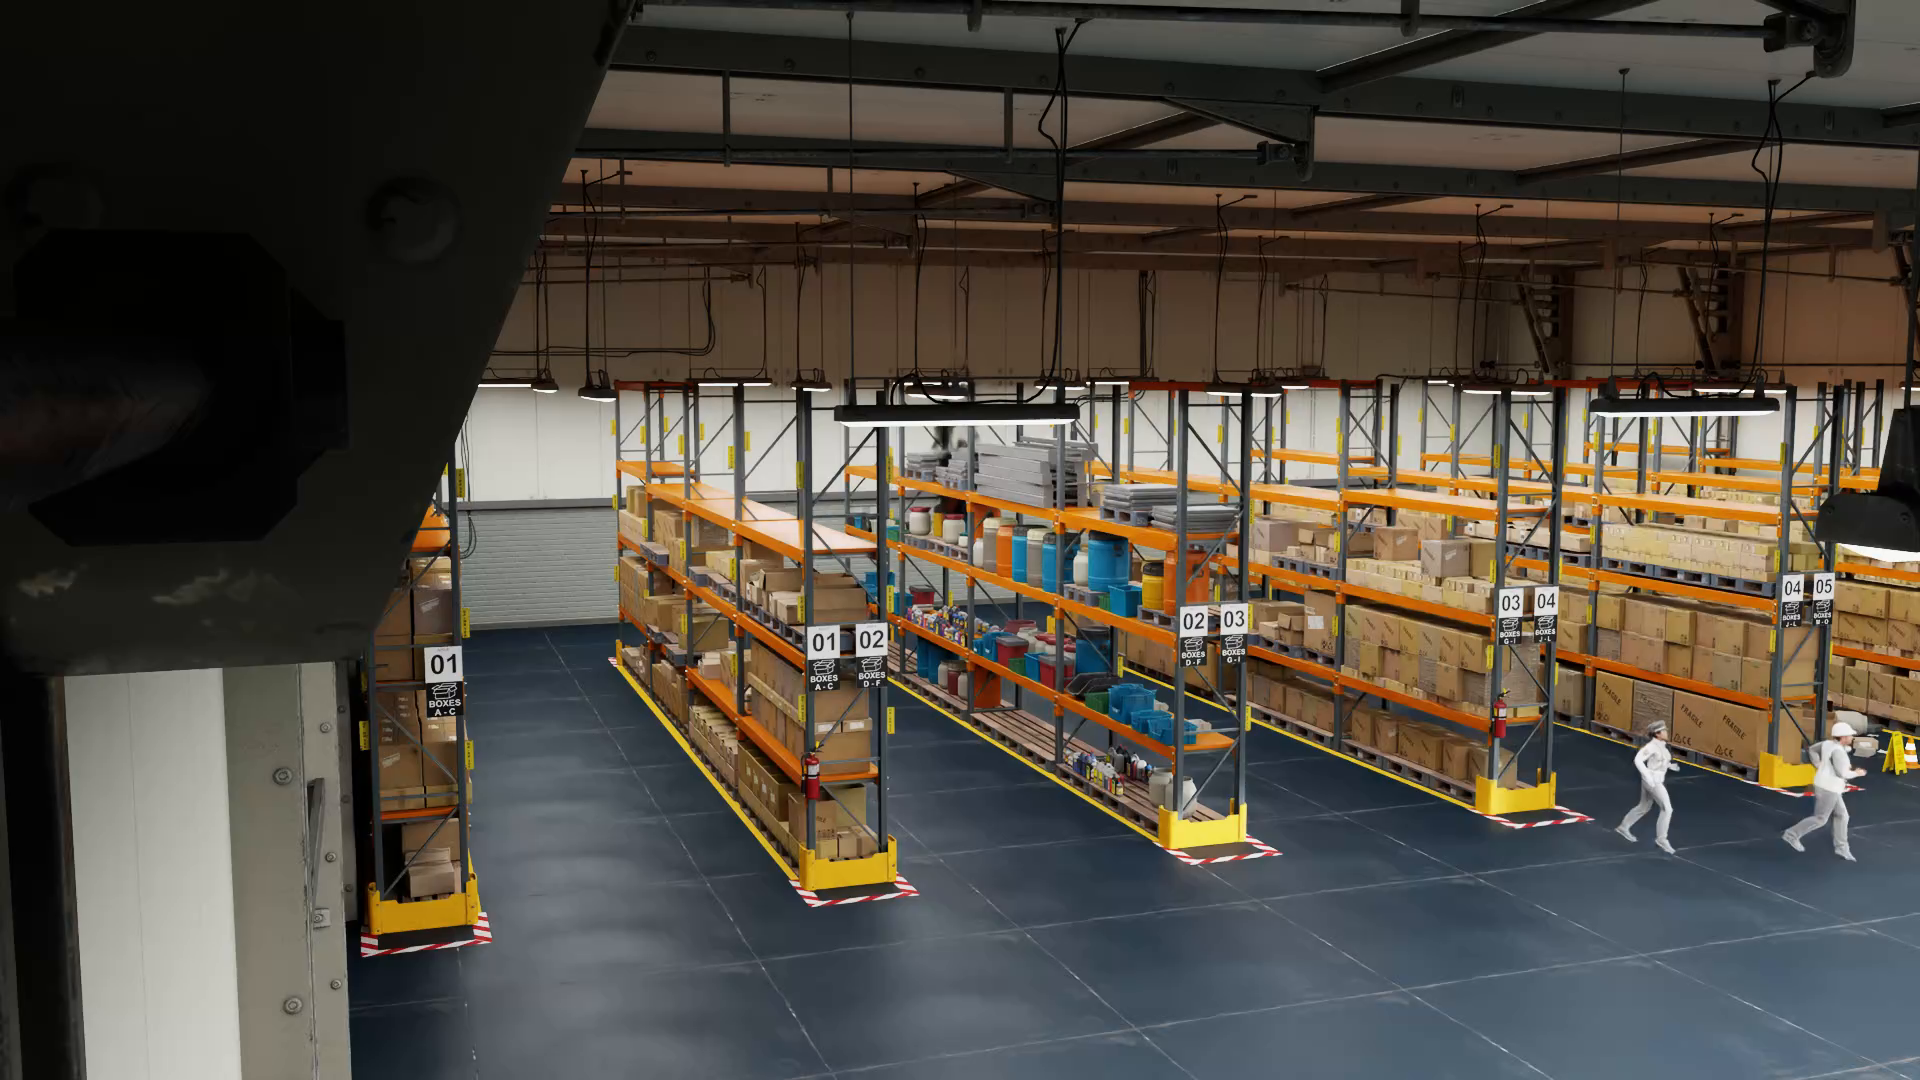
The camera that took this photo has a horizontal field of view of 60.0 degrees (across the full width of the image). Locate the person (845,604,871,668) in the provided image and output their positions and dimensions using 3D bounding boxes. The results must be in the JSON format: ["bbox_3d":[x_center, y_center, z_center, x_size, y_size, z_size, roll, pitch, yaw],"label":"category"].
[{"bbox_3d":[-2.026,1.811,32.029,0.704,1.846,0.780,-2,6,-14],"label":"person"}]

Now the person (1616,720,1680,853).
[{"bbox_3d":[9.021,3.196,21.770,0.737,1.754,0.600,3,7,26],"label":"person"}]

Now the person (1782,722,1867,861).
[{"bbox_3d":[11.084,3.227,21.320,0.924,1.828,0.673,2,6,19],"label":"person"}]
